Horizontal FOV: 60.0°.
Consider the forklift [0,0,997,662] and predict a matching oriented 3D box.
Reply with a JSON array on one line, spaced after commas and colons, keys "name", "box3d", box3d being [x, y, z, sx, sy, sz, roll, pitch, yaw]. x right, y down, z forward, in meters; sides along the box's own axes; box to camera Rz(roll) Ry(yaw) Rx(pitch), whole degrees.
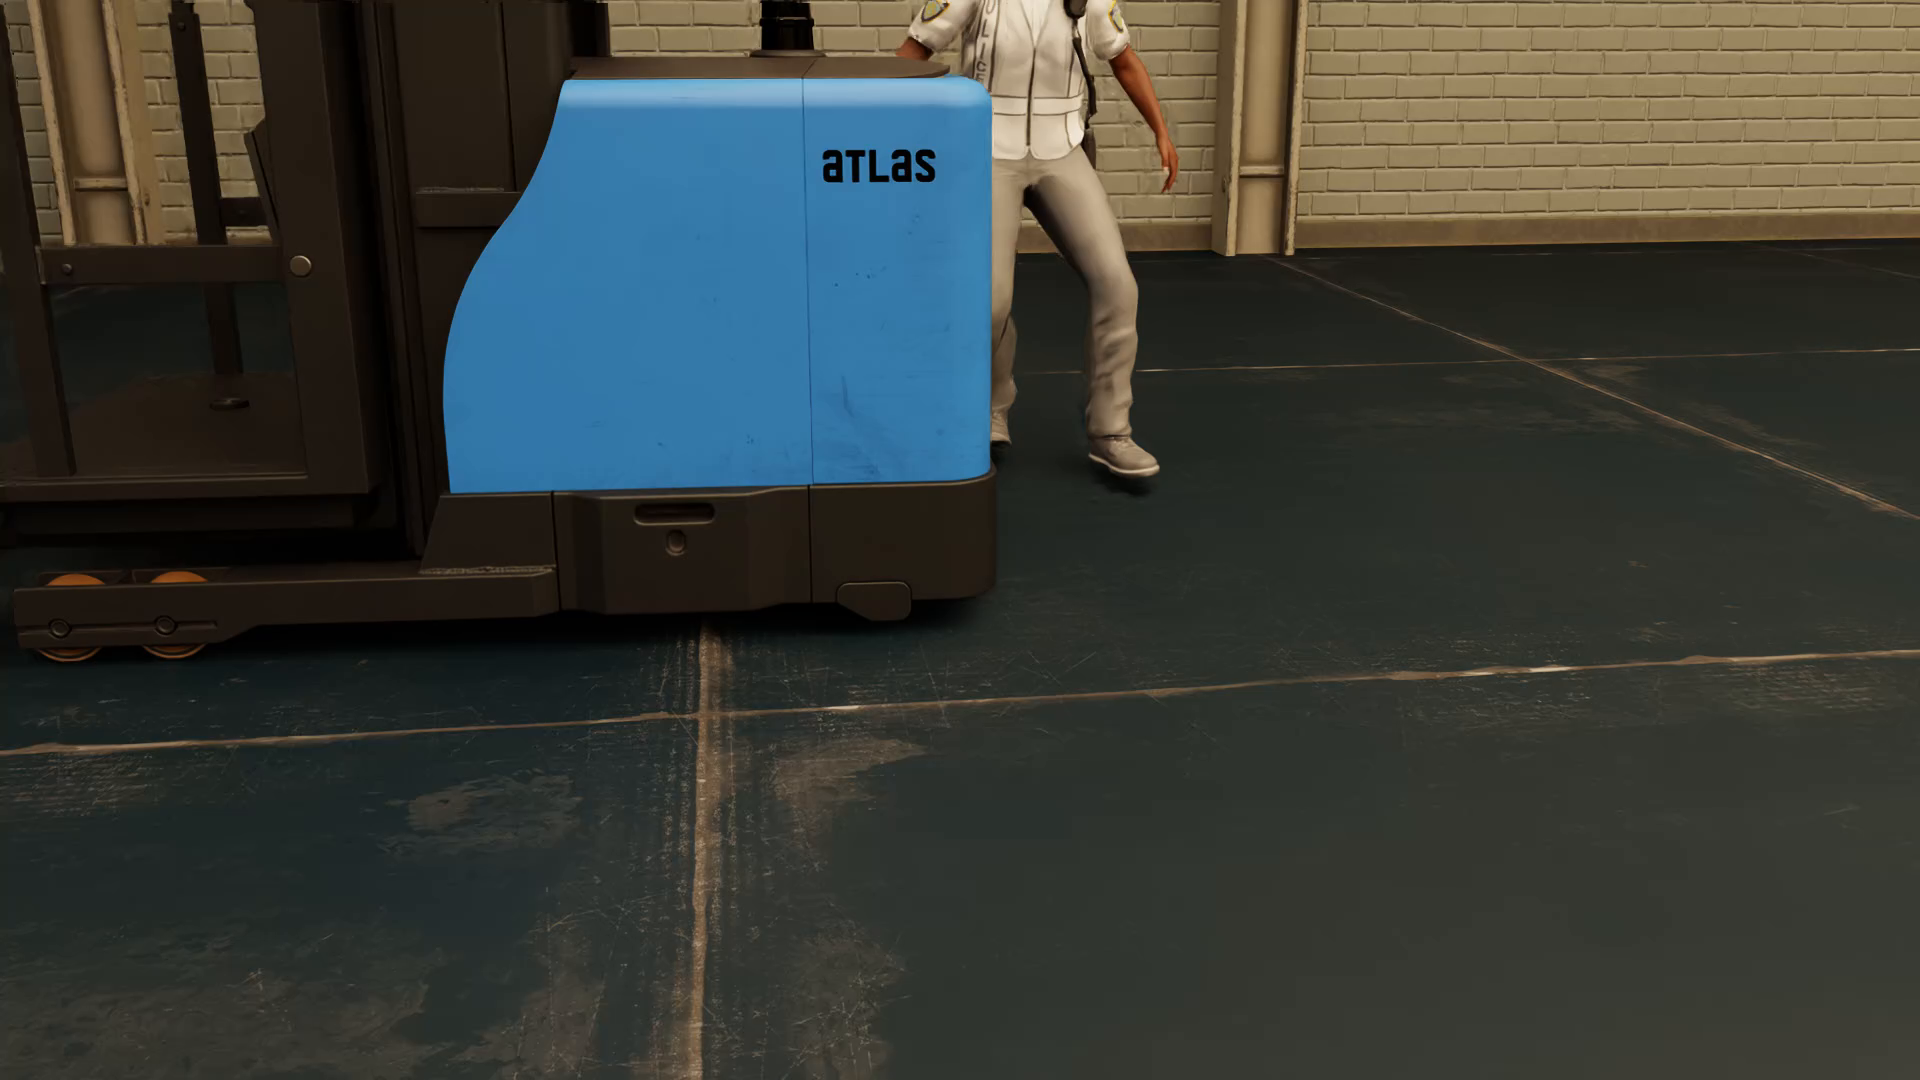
[{"name": "forklift", "box3d": [-1.474, -1.328, 3.294, 3.031, 2.935, 1.130, -2, 17, -5]}]

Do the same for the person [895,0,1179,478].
[{"name": "person", "box3d": [0.218, -0.987, 4.390, 0.813, 1.582, 0.678, -3, 17, -10]}]
